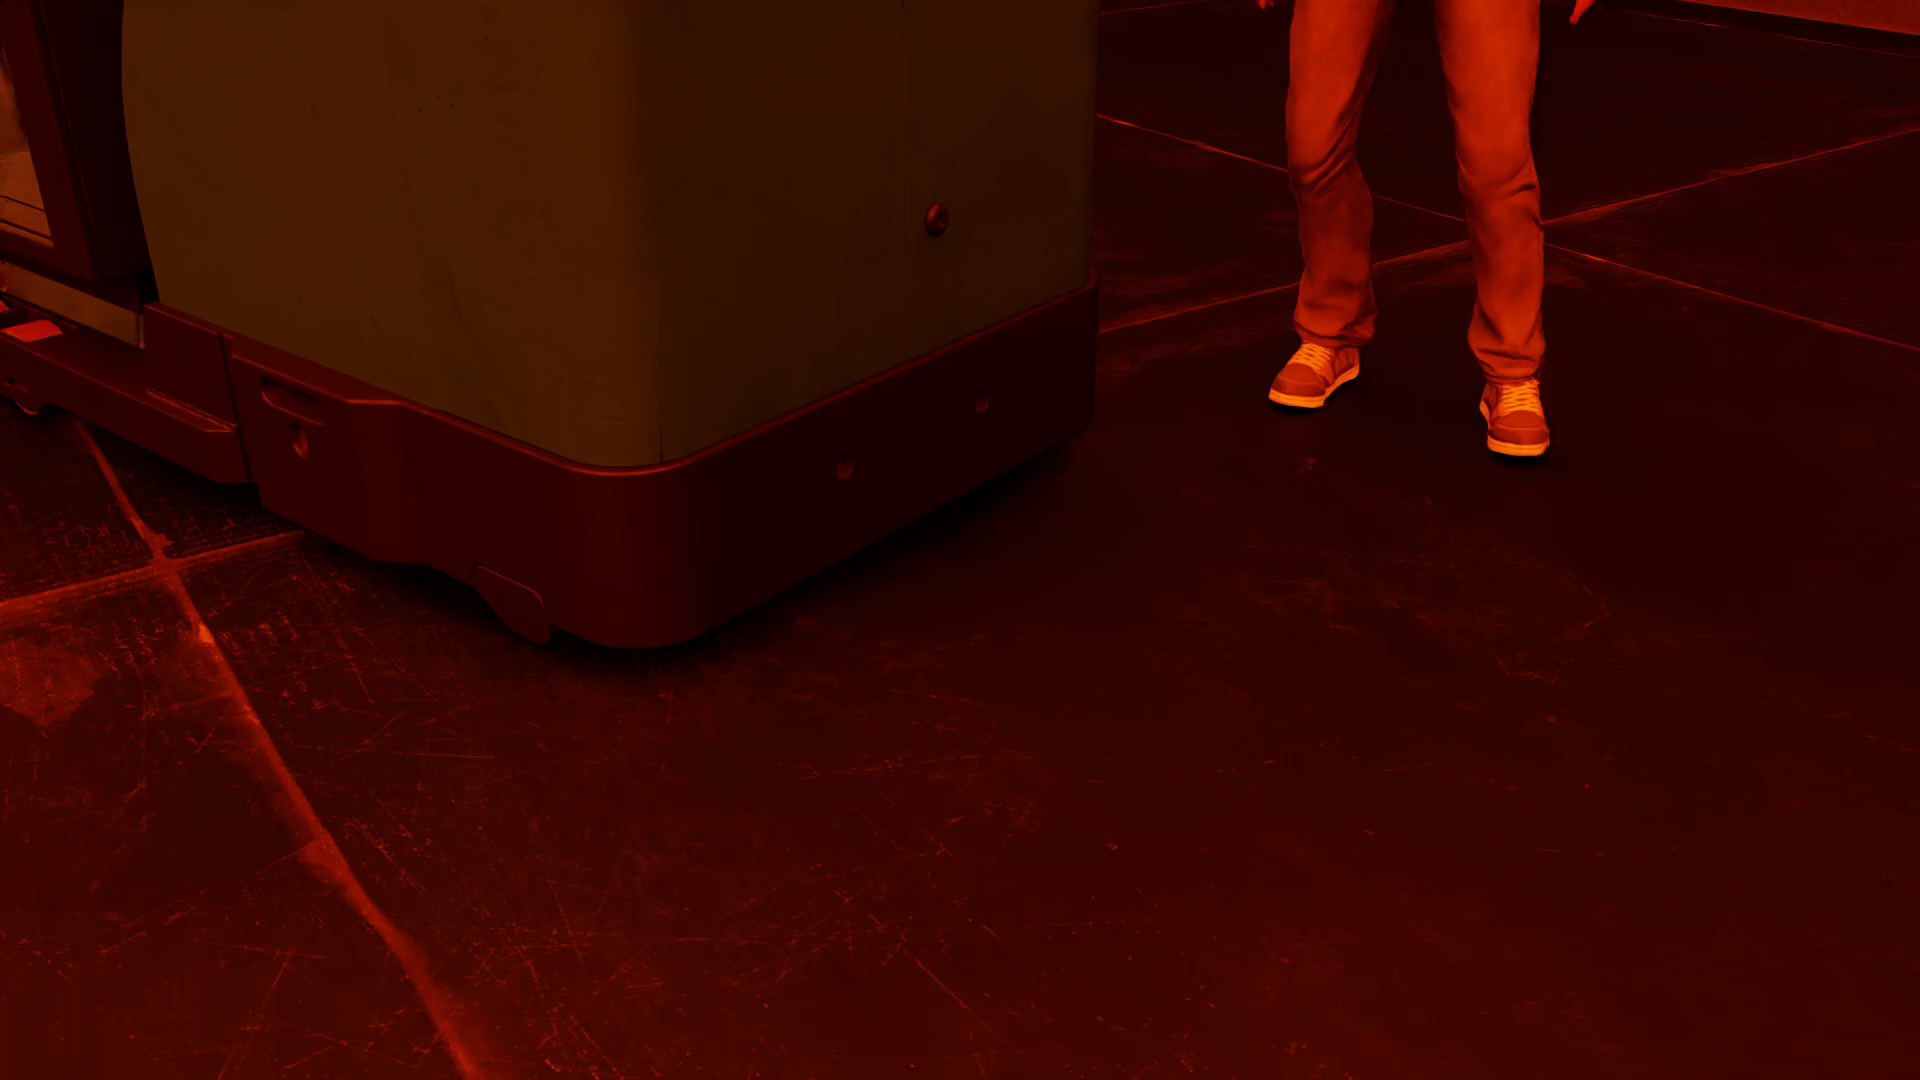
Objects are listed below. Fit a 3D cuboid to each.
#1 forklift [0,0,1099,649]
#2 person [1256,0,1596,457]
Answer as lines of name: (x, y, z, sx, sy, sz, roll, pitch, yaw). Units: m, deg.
forklift: (-1.250, -1.695, 2.611, 3.031, 2.935, 1.130, 20, 33, 34)
person: (0.745, -0.934, 2.631, 0.653, 1.556, 0.316, 18, 32, 32)
